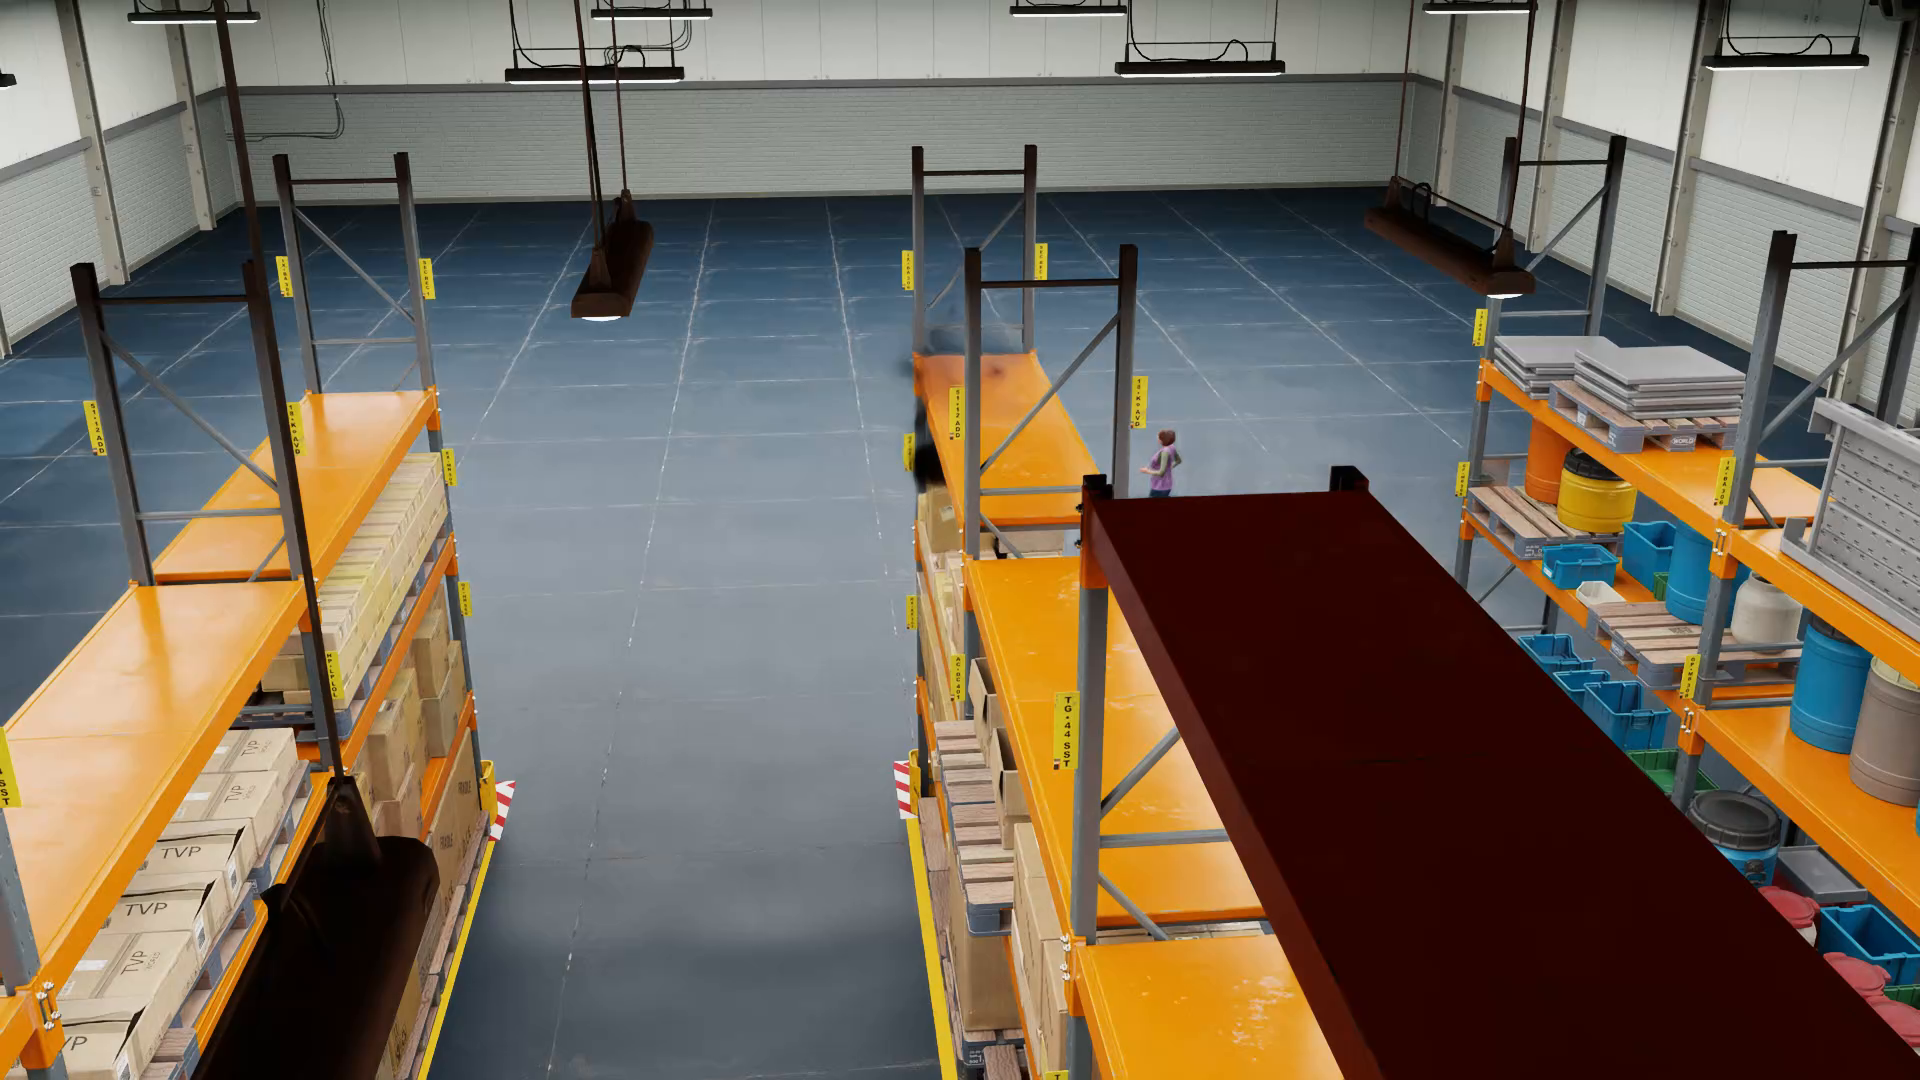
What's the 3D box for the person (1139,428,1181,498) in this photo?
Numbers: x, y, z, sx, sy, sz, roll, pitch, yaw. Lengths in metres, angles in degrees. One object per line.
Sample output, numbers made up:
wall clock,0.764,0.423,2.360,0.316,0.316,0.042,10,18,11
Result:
person,2.615,-0.673,21.225,0.791,1.554,0.548,6,22,15
